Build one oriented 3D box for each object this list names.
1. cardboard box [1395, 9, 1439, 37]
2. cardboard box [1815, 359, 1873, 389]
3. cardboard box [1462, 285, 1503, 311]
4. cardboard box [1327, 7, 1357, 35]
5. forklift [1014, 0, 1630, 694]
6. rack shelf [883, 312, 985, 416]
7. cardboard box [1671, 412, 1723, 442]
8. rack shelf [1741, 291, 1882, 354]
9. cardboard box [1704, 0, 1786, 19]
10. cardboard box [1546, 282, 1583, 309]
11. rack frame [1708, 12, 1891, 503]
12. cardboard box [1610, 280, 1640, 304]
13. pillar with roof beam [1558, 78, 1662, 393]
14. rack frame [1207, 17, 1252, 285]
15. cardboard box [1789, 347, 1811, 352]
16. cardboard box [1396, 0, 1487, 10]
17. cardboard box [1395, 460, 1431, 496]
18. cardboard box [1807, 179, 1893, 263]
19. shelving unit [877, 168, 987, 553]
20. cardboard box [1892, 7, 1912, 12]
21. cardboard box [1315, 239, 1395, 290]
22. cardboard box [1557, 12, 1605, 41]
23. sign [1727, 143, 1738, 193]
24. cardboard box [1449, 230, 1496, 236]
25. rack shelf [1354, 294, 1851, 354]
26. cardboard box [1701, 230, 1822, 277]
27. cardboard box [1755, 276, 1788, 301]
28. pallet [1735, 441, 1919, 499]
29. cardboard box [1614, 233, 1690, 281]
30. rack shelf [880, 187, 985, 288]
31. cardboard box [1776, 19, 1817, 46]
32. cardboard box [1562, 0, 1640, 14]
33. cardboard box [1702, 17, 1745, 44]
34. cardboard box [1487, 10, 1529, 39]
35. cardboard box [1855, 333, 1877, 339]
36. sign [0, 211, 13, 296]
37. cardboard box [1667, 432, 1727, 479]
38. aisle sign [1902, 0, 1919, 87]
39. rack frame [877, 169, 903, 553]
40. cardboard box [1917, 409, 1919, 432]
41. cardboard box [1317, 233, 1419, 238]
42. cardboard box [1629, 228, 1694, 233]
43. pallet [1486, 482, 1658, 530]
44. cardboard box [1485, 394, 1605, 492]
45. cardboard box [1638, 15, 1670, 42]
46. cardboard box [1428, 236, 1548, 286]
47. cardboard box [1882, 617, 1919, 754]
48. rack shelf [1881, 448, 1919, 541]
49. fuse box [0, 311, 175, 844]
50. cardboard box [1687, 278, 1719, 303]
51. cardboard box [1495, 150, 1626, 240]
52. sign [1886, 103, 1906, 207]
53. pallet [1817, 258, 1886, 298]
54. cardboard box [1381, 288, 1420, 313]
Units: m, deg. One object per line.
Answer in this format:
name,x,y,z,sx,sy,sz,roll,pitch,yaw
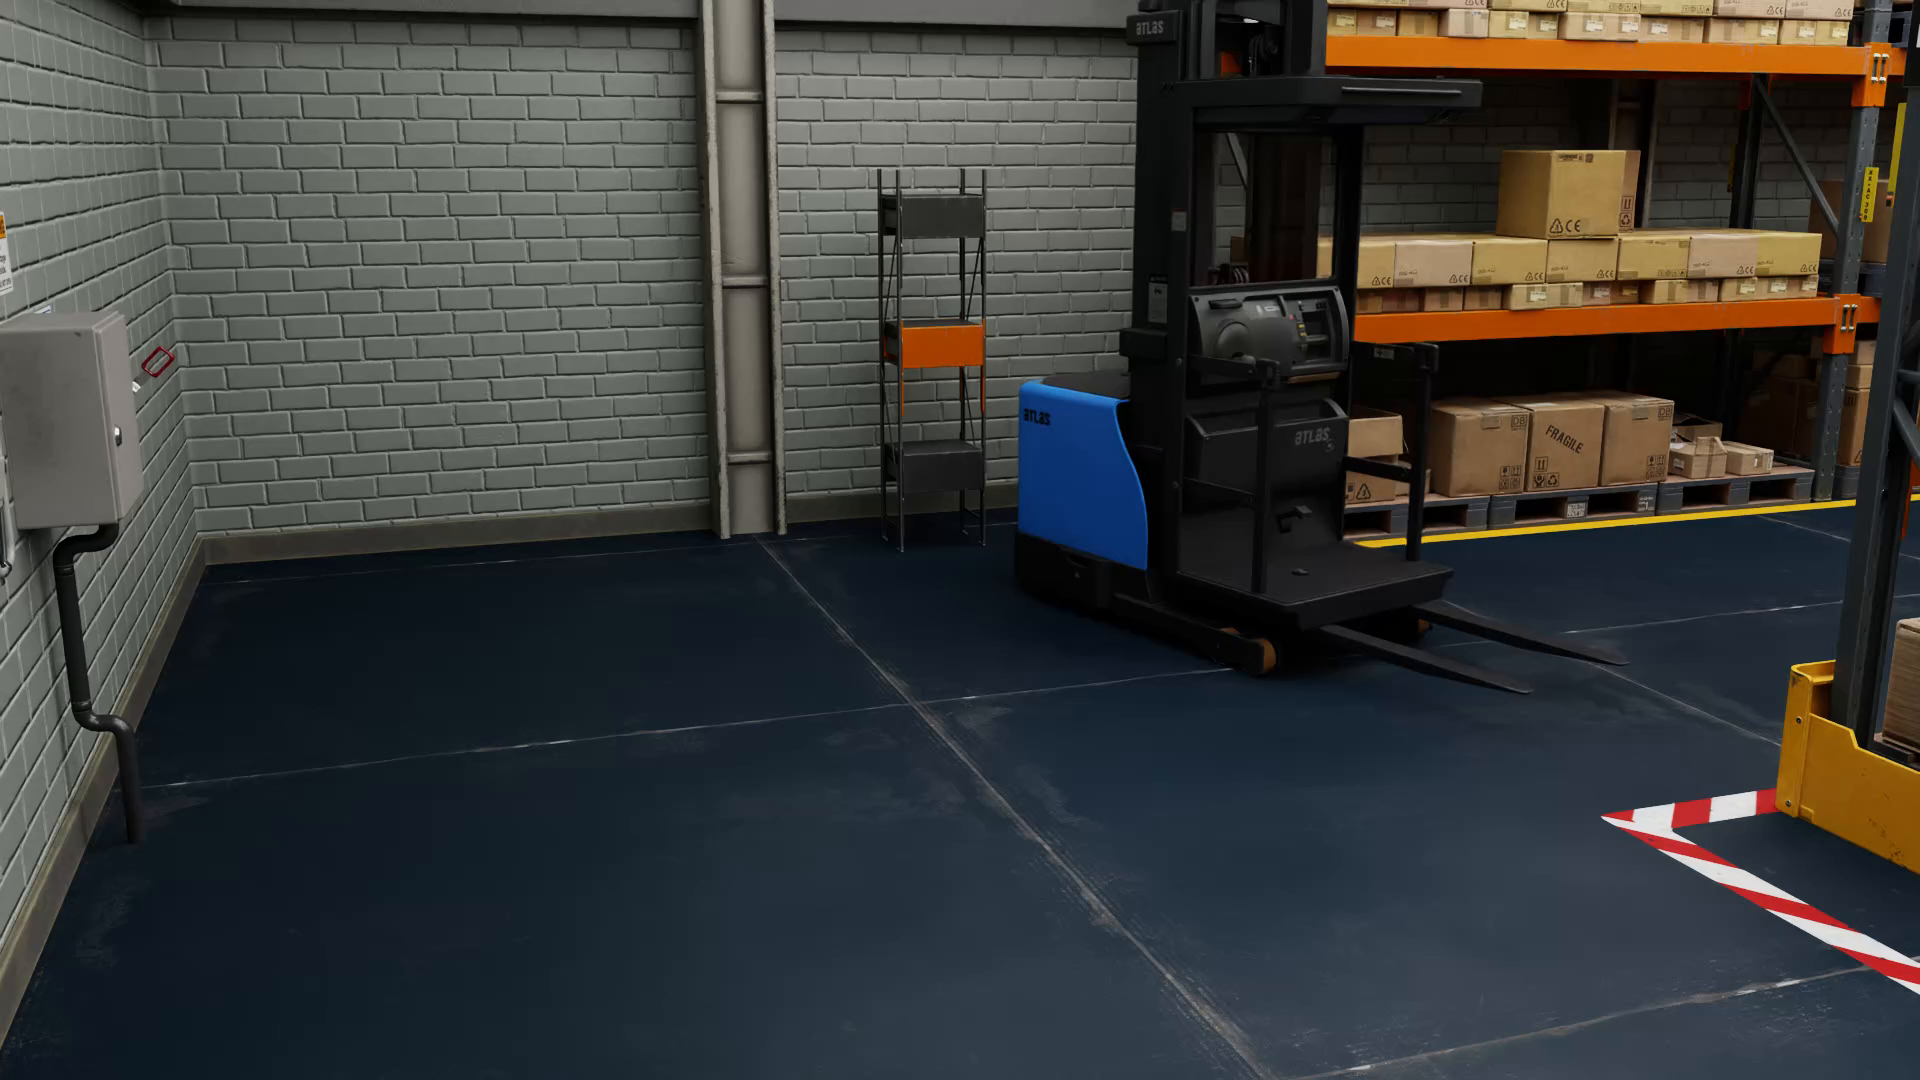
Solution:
cardboard box,2.453,-2.866,9.269,0.250,0.149,0.380,-4,14,-18
cardboard box,5.804,-1.083,10.806,0.250,0.149,0.380,-4,14,-15
cardboard box,2.961,-1.440,9.756,0.250,0.149,0.380,-4,14,-17
cardboard box,1.964,-2.825,9.100,0.250,0.149,0.380,-4,14,-17
forklift,1.534,-0.965,7.365,1.130,2.935,3.031,-9,16,-34
rack shelf,-0.157,-0.996,9.352,0.480,0.518,0.431,-4,14,-18
cardboard box,4.678,-0.710,11.050,0.500,0.311,0.500,-4,14,-16
rack shelf,7.275,-1.609,11.478,4.000,0.370,1.077,-4,14,-18
cardboard box,4.513,-3.211,9.859,0.500,0.250,0.500,-5,14,-20
cardboard box,3.467,-1.466,9.866,0.250,0.149,0.380,-4,14,-17
rack frame,5.379,-1.811,10.775,0.127,3.000,1.000,-4,14,-18
cardboard box,3.908,-1.529,10.130,0.250,0.149,0.380,-4,14,-17
pillar with roof beam,5.805,-3.932,6.726,0.400,9.000,9.100,-4,14,-18
rack frame,1.588,-1.516,9.533,0.127,3.000,1.000,-4,14,-18
cardboard box,5.884,-1.226,11.407,0.250,0.149,0.380,-4,14,-18
cardboard box,2.571,-3.062,9.232,0.500,0.250,0.500,-4,14,-17
cardboard box,2.613,-0.380,10.013,0.250,0.149,0.380,-5,14,-20
cardboard box,5.909,-2.051,10.658,0.500,0.500,0.700,-4,14,-17
shelving unit,-0.157,-1.009,9.348,0.503,2.100,0.431,-4,14,-18
cardboard box,5.871,-3.462,10.654,0.250,0.149,0.380,-4,14,-17
cardboard box,2.104,-1.562,9.409,0.500,0.250,0.500,-4,14,-18
cardboard box,3.448,-2.917,9.486,0.250,0.149,0.380,-4,14,-18
sign,5.199,-2.496,11.151,0.005,0.325,0.100,-4,14,-18
cardboard box,3.395,-1.792,10.374,0.500,0.250,0.500,-4,14,-18
rack shelf,3.484,-1.313,10.237,4.000,0.370,1.077,-4,14,-18
cardboard box,4.974,-1.792,10.375,0.500,0.250,0.500,-4,14,-17
cardboard box,4.918,-1.586,10.371,0.250,0.149,0.380,-4,14,-17
pallet,6.138,-0.523,11.385,1.213,0.211,1.003,-4,14,-18
cardboard box,4.027,-1.718,10.063,0.500,0.250,0.500,-5,14,-18
rack shelf,-0.157,-1.677,9.190,0.480,0.518,0.431,-4,14,-18
cardboard box,4.900,-3.039,10.000,0.250,0.149,0.380,-4,14,-18
cardboard box,3.543,-3.140,9.561,0.500,0.250,0.500,-5,14,-19
cardboard box,4.408,-3.004,9.852,0.250,0.149,0.380,-5,14,-18
cardboard box,2.968,-2.882,9.340,0.250,0.149,0.380,-4,14,-18
cardboard box,6.035,-1.257,10.897,0.250,0.149,0.380,-5,14,-21
sign,-2.872,-0.852,4.958,0.001,0.242,0.339,-4,14,-18
cardboard box,4.607,-0.553,10.488,0.258,0.266,0.396,-4,14,-16
aisle sign,3.008,-1.755,4.921,0.004,0.787,0.394,-4,14,-18
rack frame,-0.388,-0.991,9.273,0.015,2.100,0.400,-4,14,-18
cardboard box,6.411,-0.827,11.132,0.500,0.500,0.500,-5,14,-19
cardboard box,2.429,-1.718,10.063,0.500,0.250,0.500,-4,14,-18
cardboard box,4.351,-1.867,10.691,0.500,0.250,0.500,-5,14,-19
pallet,3.570,-0.313,10.503,1.213,0.211,1.003,-4,14,-18
cardboard box,3.554,-0.600,10.178,0.500,0.500,0.500,-4,14,-17
cardboard box,3.909,-2.971,9.712,0.250,0.149,0.380,-4,14,-17
cardboard box,3.061,-1.637,9.726,0.500,0.250,0.500,-5,14,-19
cardboard box,3.768,0.544,5.503,0.875,0.438,0.875,-5,14,-20
rack shelf,5.070,-0.225,5.662,4.000,0.370,1.077,-4,14,-18
fuse box,-2.694,0.149,5.318,0.414,1.711,0.539,-4,14,-18
cardboard box,4.422,-1.548,10.212,0.250,0.149,0.380,-4,14,-17
cardboard box,3.526,-2.038,9.788,0.500,0.500,0.500,-4,14,-17
sign,3.015,-1.226,5.301,0.005,0.325,0.100,-4,14,-18
pallet,6.171,-1.753,10.944,1.213,0.211,1.003,-4,14,-18
cardboard box,2.451,-1.414,9.647,0.250,0.149,0.380,-5,14,-19
